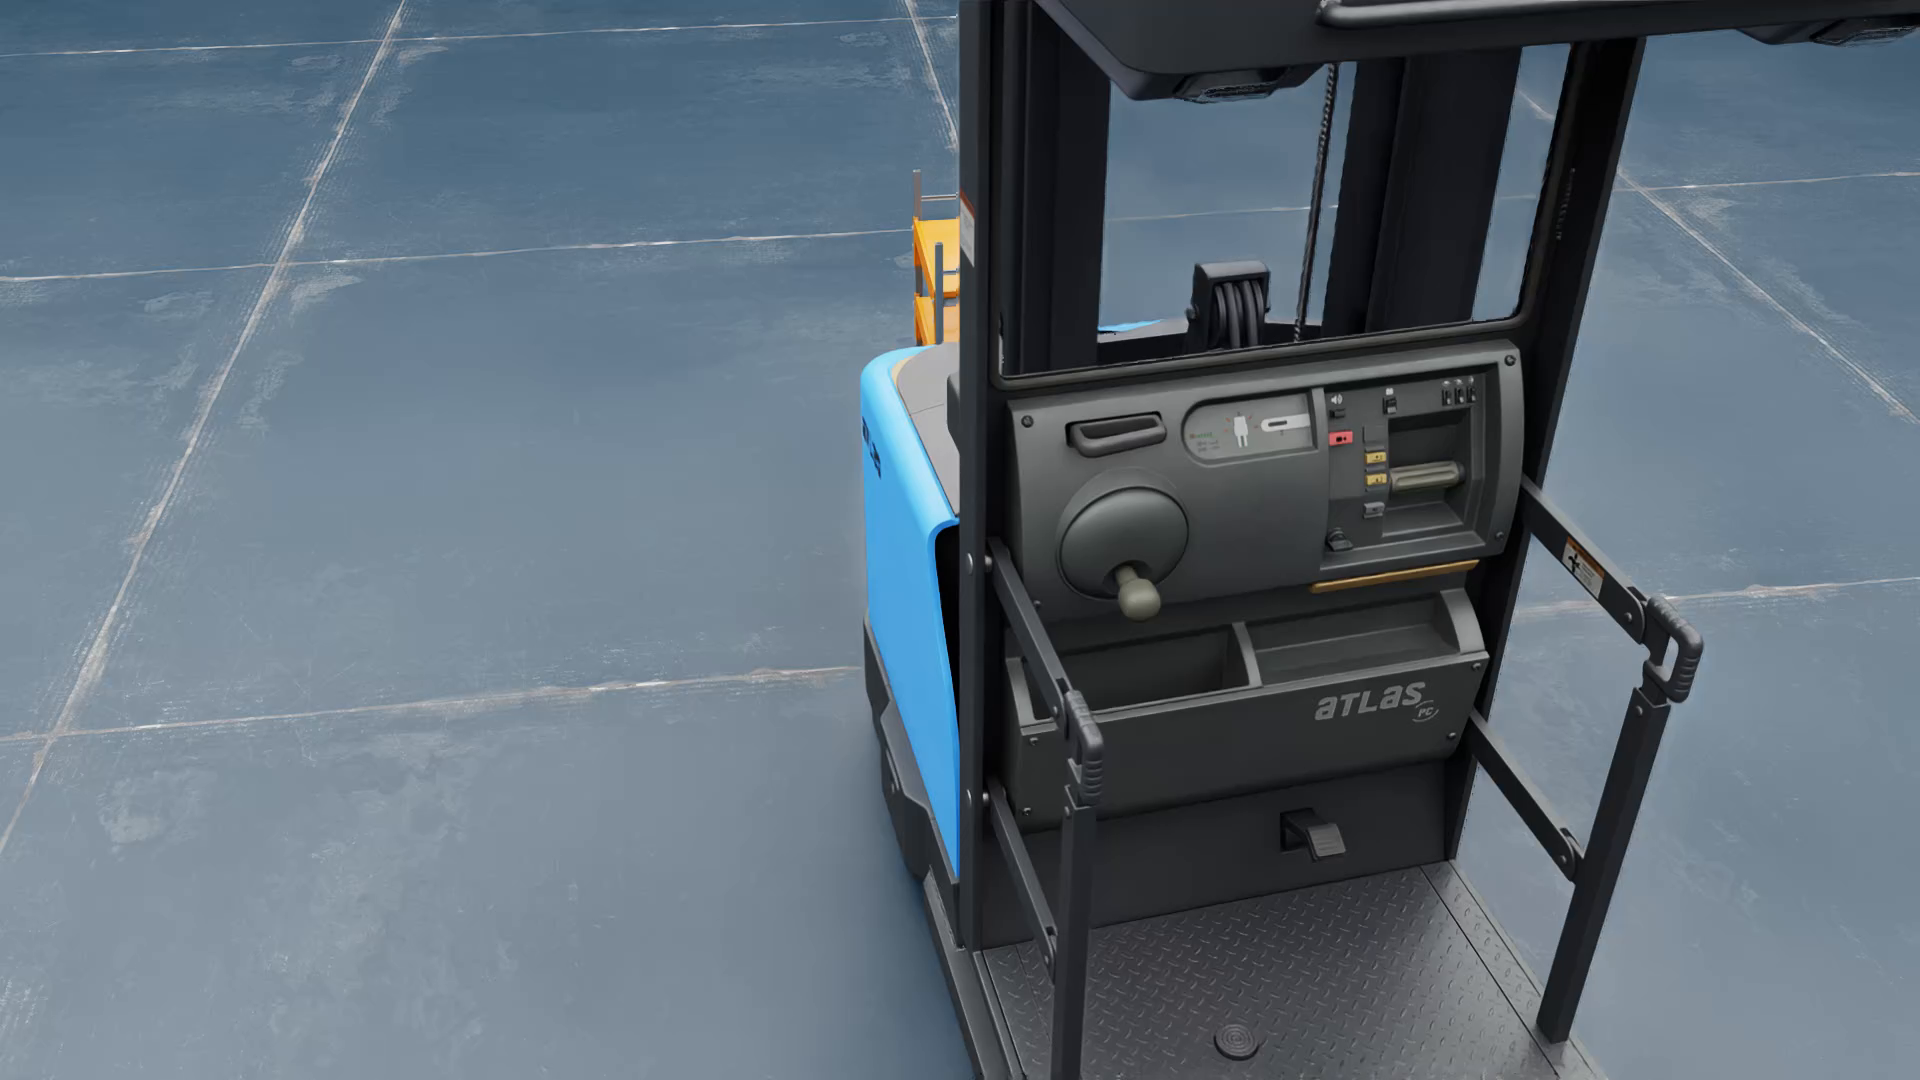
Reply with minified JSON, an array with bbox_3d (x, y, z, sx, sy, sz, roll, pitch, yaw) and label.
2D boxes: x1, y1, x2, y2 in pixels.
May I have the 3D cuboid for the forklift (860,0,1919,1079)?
[{"bbox_3d":[0.598,-0.040,2.706,1.130,2.935,3.031,-8,35,-12],"label":"forklift"}]

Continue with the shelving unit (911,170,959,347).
[{"bbox_3d":[0.022,-0.403,4.777,0.258,1.200,0.503,-4,35,-6],"label":"shelving unit"}]

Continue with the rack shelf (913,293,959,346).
[{"bbox_3d":[0.022,-0.533,4.688,0.258,0.148,0.480,-4,35,-6],"label":"rack shelf"}]

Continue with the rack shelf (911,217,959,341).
[{"bbox_3d":[0.022,-0.728,4.555,0.258,0.148,0.480,-4,35,-6],"label":"rack shelf"}]

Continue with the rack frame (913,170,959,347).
[{"bbox_3d":[-0.011,-0.540,4.976,0.240,1.200,0.015,-4,35,-6],"label":"rack frame"}]

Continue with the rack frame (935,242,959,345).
[{"bbox_3d":[0.055,-0.267,4.577,0.240,1.200,0.015,-4,35,-6],"label":"rack frame"}]
